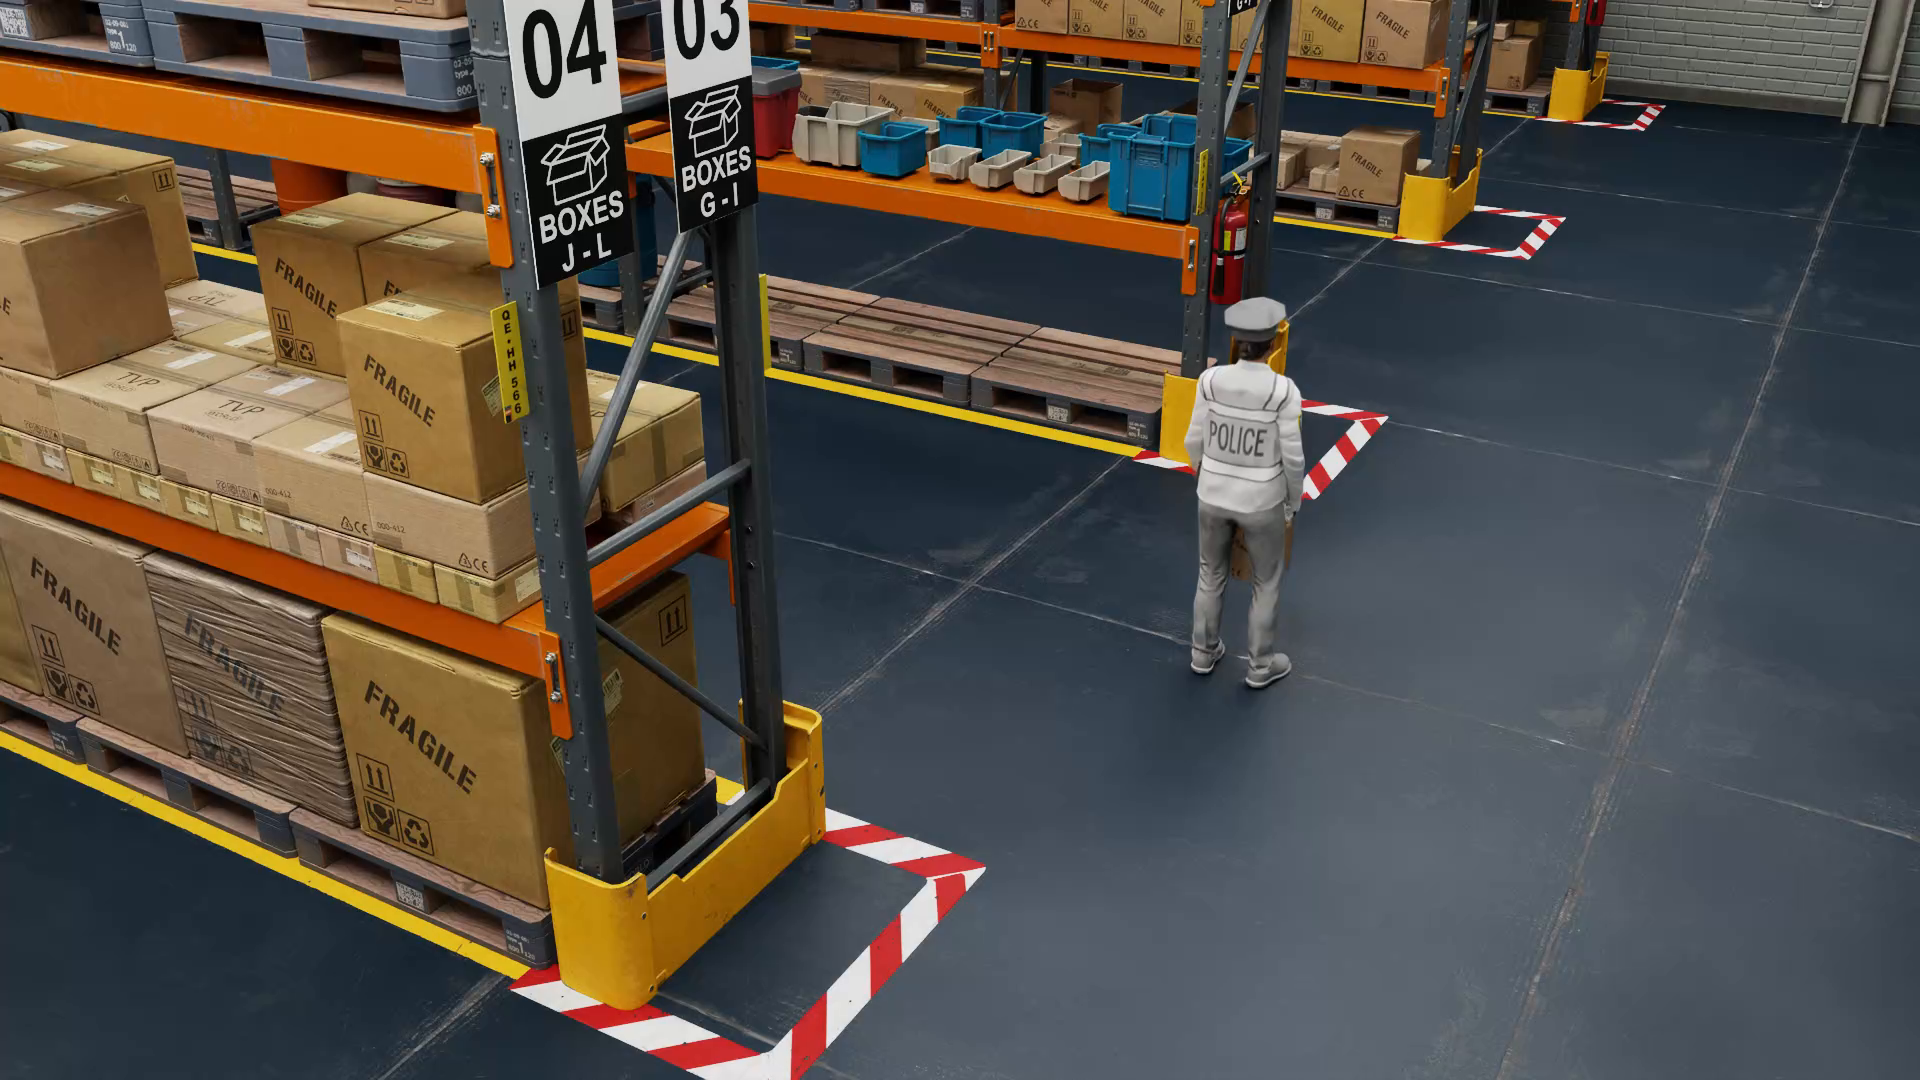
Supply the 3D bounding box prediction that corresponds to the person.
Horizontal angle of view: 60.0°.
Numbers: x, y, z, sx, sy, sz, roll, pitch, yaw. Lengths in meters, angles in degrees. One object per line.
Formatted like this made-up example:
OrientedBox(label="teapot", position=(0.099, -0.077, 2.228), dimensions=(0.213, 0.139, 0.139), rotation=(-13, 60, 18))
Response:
OrientedBox(label="person", position=(1.179, -0.173, 6.946), dimensions=(0.508, 1.673, 0.360), rotation=(13, 30, 25))
